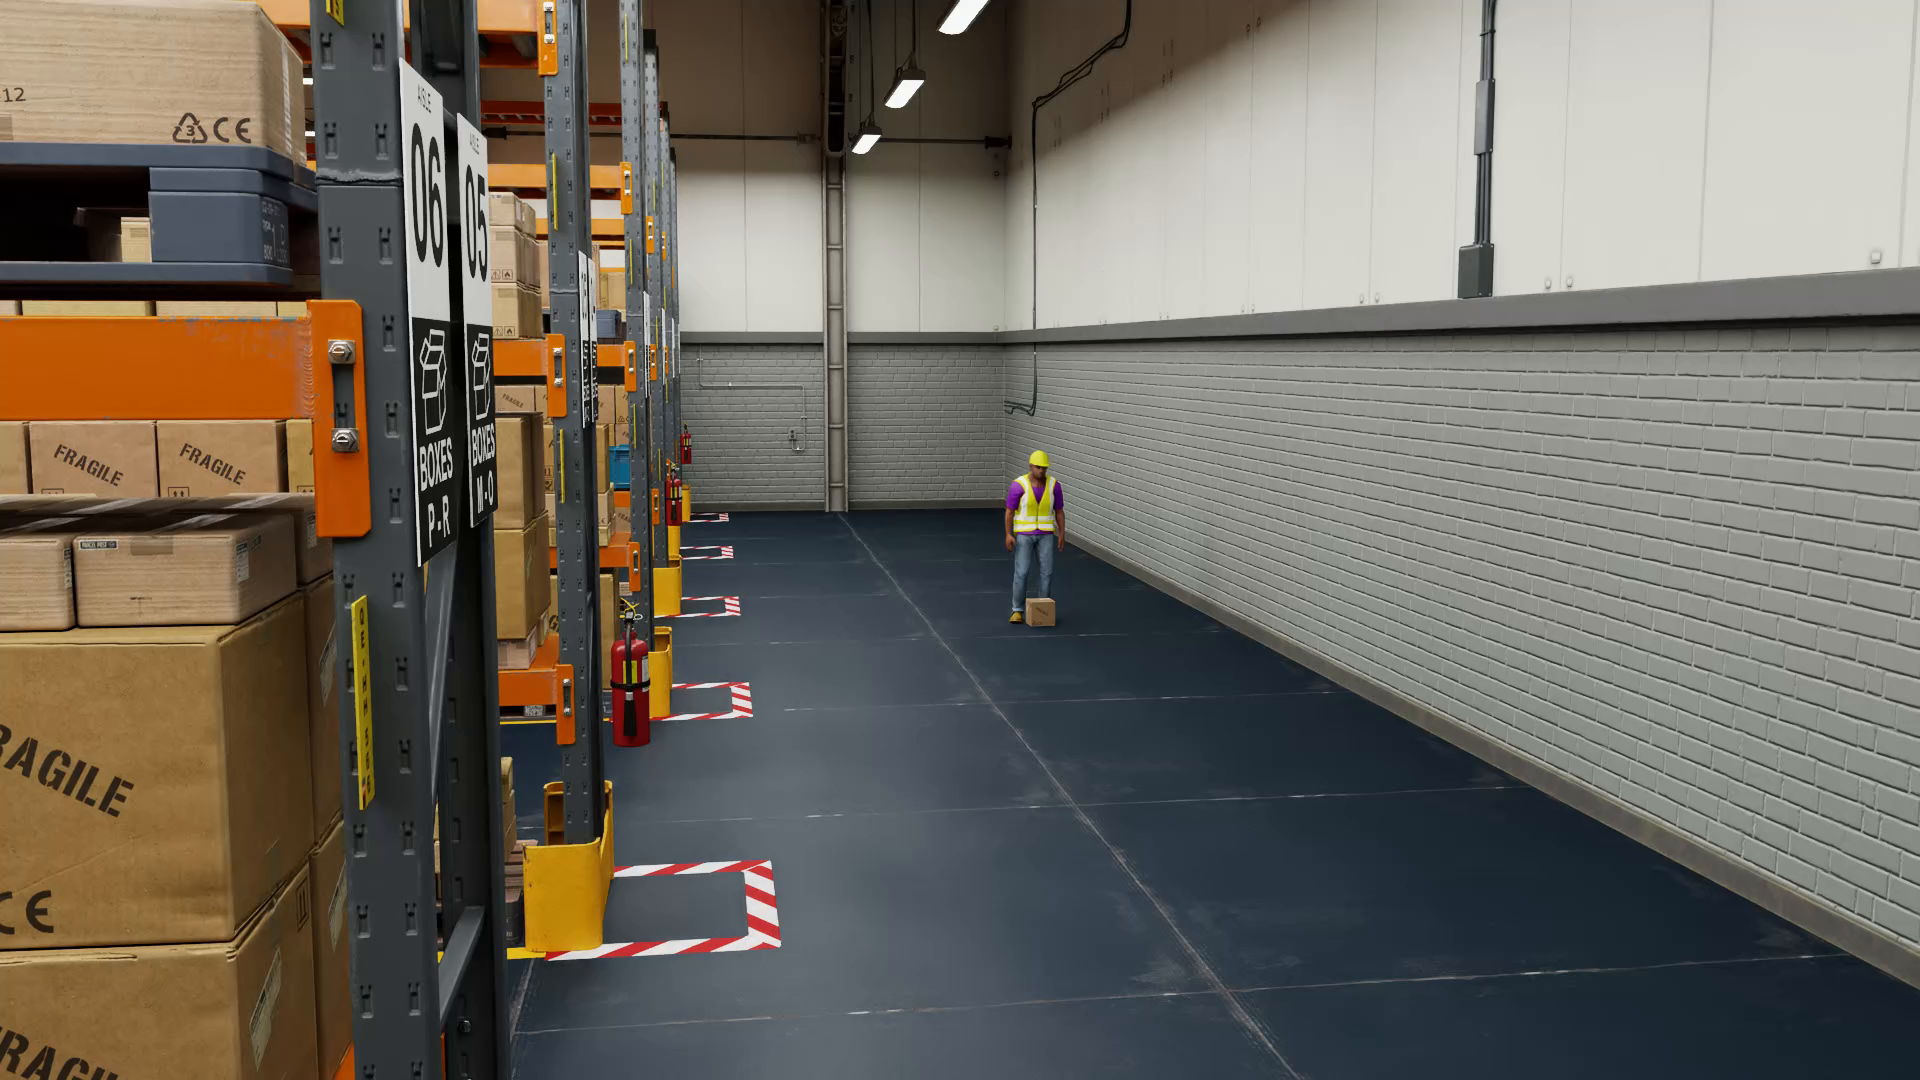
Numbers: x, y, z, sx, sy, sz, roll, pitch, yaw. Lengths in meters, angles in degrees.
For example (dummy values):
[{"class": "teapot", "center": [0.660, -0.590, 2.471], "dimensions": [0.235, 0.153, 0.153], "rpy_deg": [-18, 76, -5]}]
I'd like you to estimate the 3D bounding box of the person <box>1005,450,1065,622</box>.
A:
[{"class": "person", "center": [0.772, -0.041, 16.999], "dimensions": [0.633, 1.760, 0.463], "rpy_deg": [-1, 7, -10]}]
